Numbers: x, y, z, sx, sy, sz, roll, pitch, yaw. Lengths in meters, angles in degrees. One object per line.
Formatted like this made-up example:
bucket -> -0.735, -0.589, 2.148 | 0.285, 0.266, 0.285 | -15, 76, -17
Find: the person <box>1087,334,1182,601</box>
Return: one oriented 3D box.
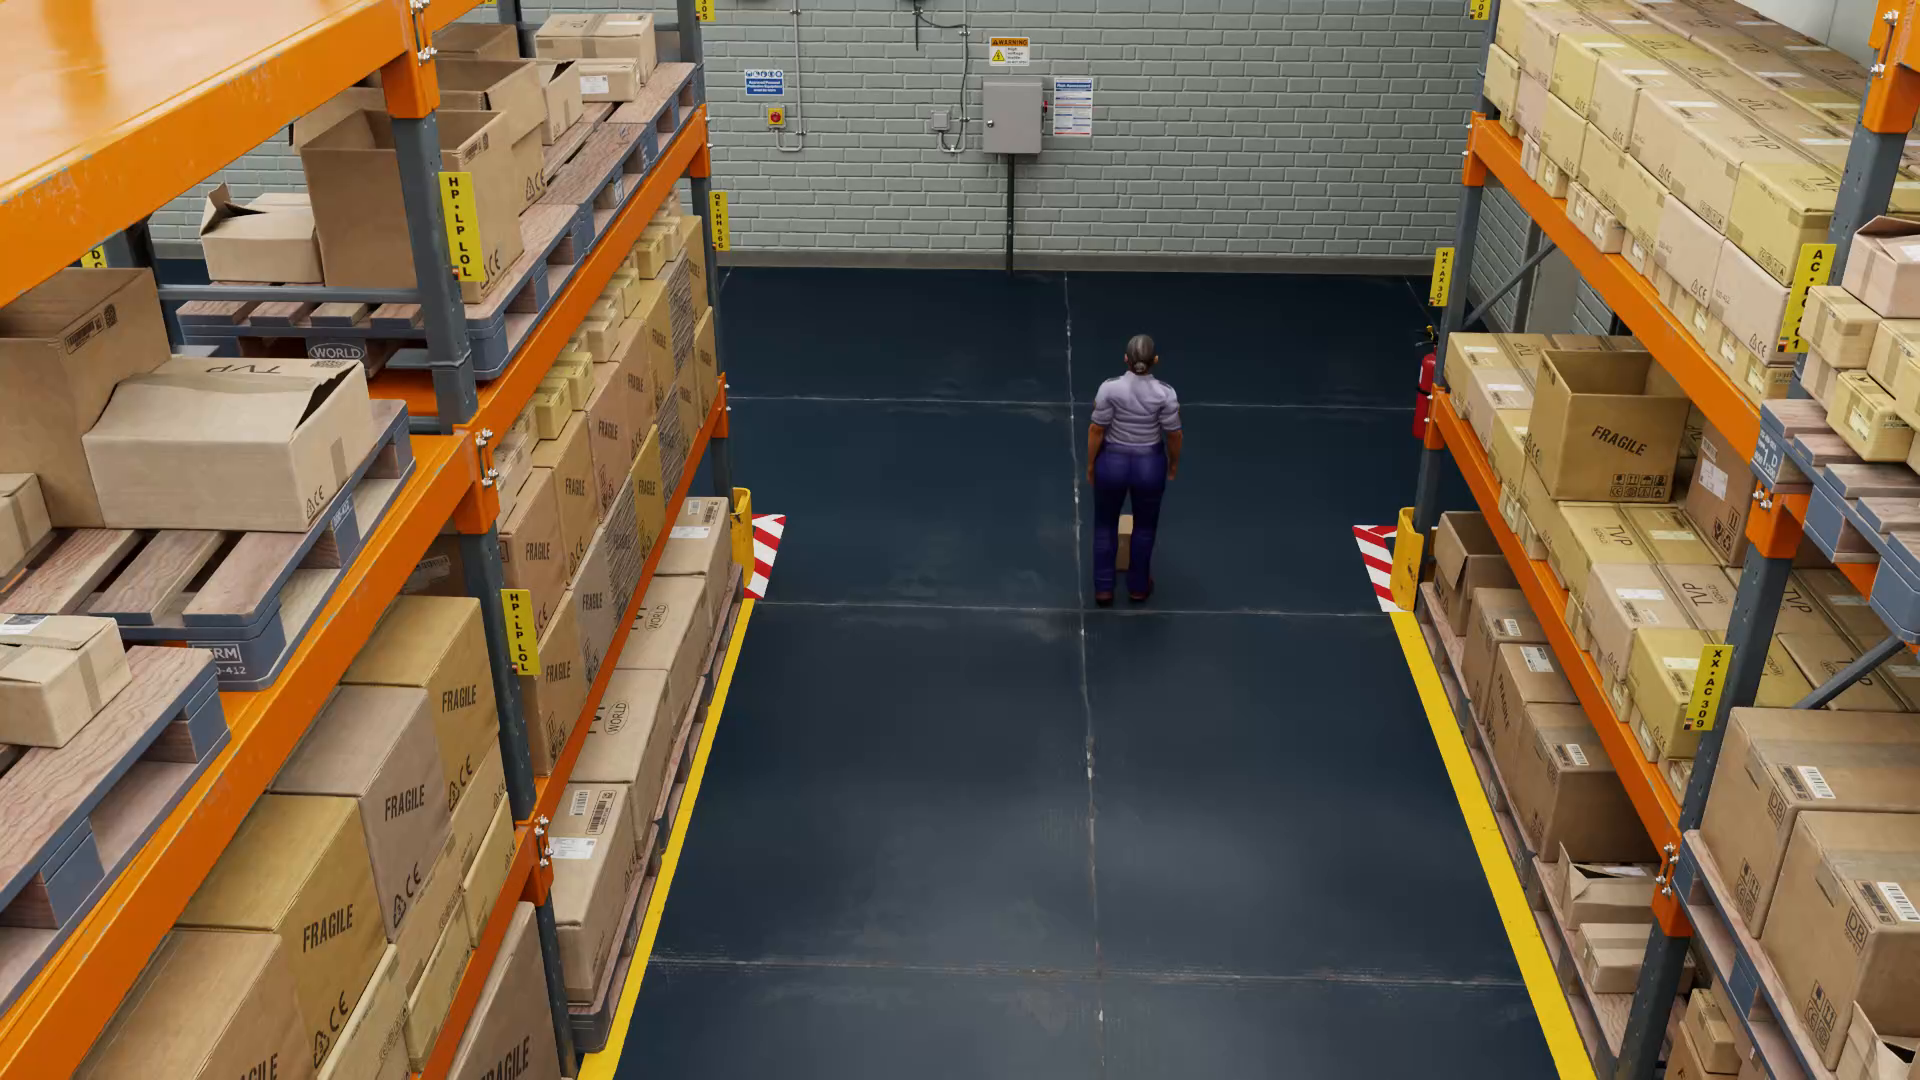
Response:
person -> 0.979, -0.381, 9.379 | 0.517, 1.711, 0.422 | 4, 28, 8
